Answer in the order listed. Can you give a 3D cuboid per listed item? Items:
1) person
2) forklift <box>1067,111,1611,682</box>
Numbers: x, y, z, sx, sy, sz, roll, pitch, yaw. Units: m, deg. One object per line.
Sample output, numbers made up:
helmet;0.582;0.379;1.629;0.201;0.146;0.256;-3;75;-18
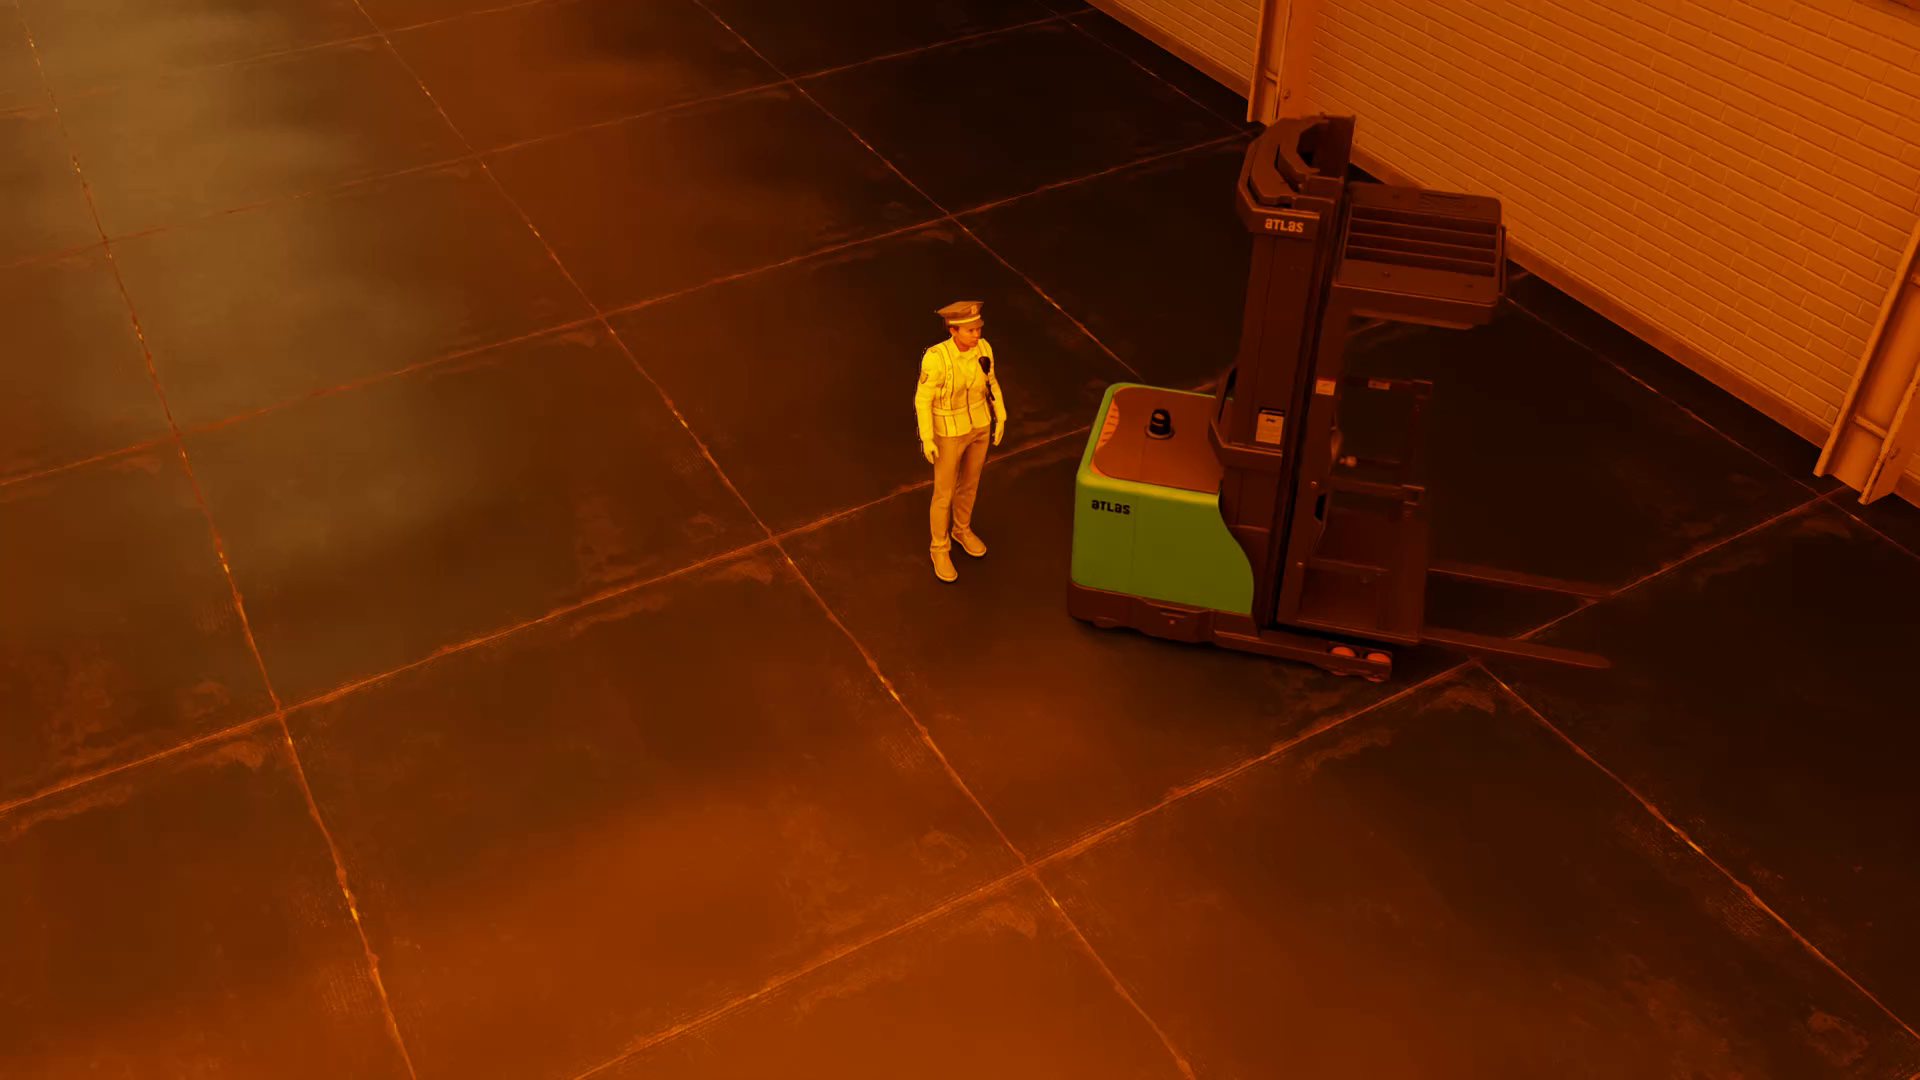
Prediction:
person;0.035;-0.614;9.737;0.595;1.692;0.517;-21;44;-23
forklift;2.199;-0.706;8.888;3.031;2.935;1.130;10;41;11
